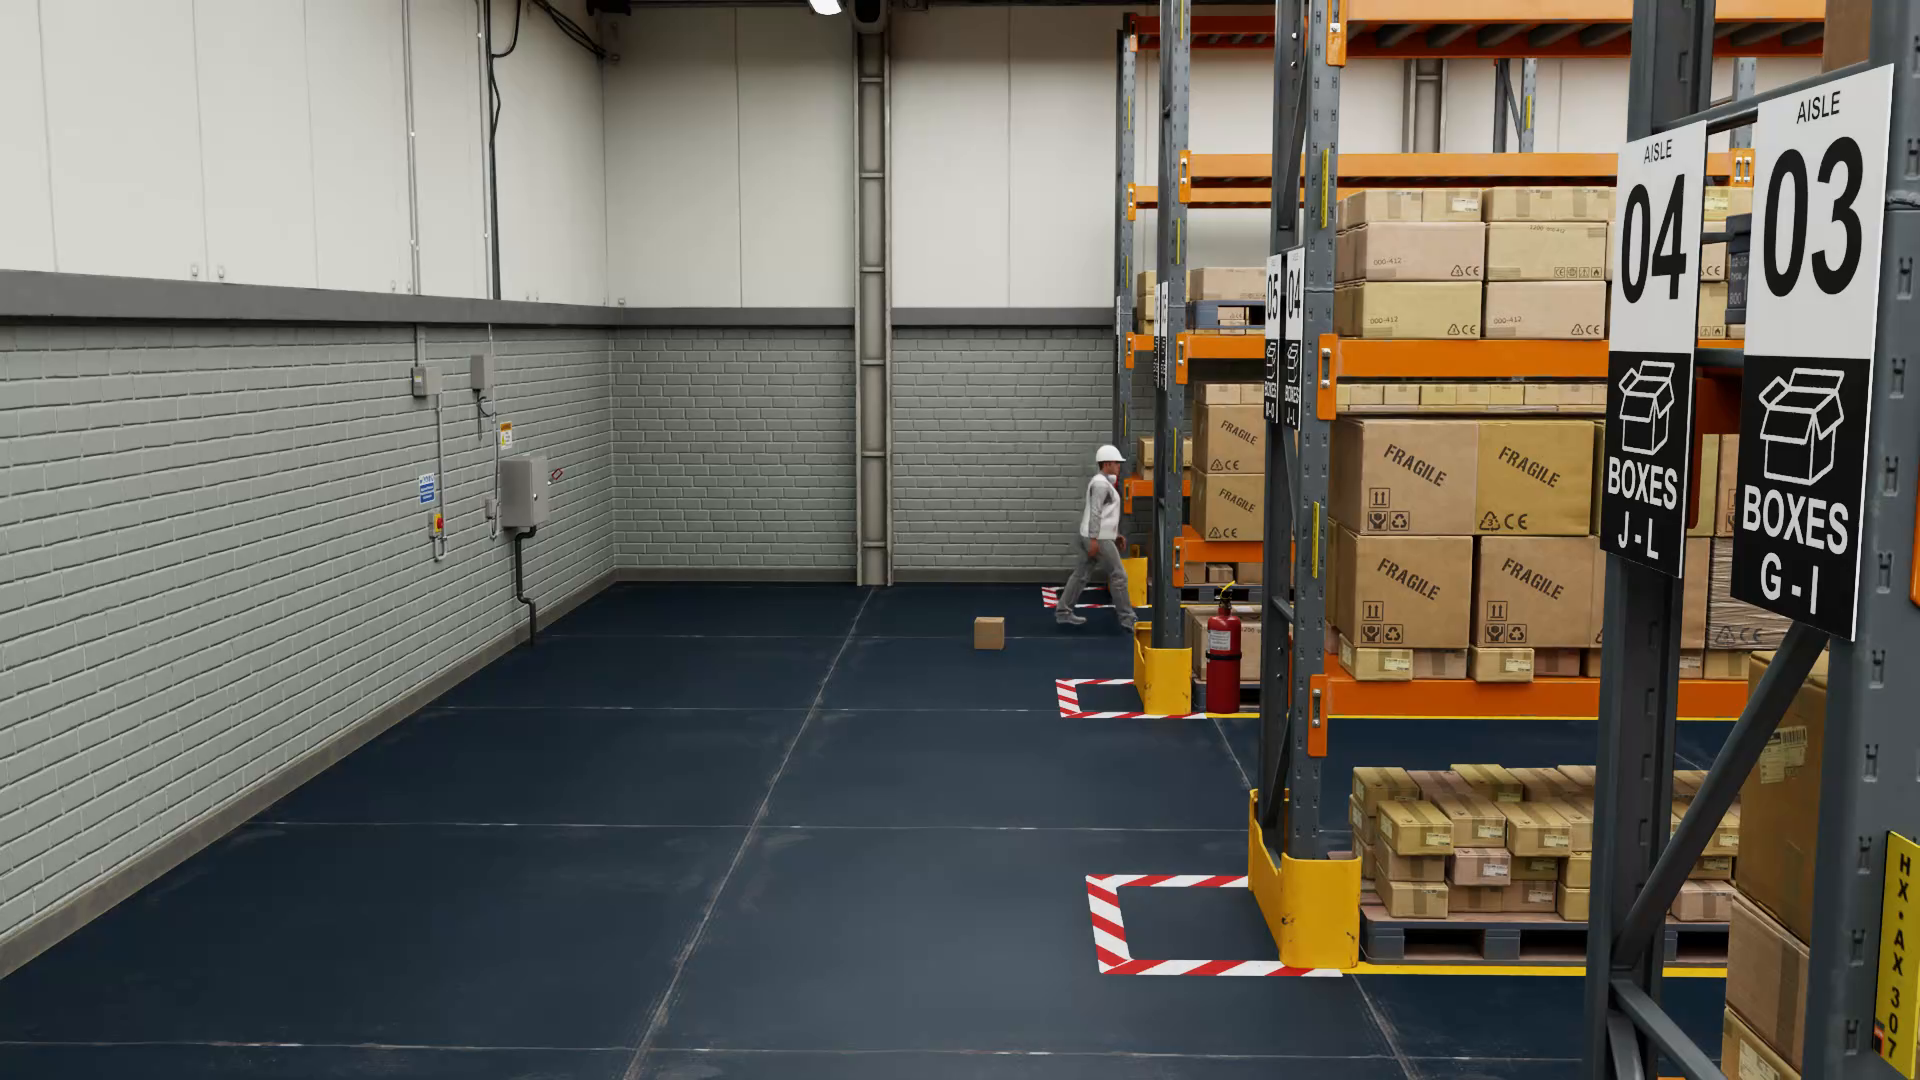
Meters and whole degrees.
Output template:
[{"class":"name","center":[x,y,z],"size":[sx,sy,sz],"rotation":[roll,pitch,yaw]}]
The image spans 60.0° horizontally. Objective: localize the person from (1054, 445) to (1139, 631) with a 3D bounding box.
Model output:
[{"class":"person","center":[1.354,-0.009,15.806],"size":[0.902,1.779,0.562],"rotation":[0,7,-1]}]
